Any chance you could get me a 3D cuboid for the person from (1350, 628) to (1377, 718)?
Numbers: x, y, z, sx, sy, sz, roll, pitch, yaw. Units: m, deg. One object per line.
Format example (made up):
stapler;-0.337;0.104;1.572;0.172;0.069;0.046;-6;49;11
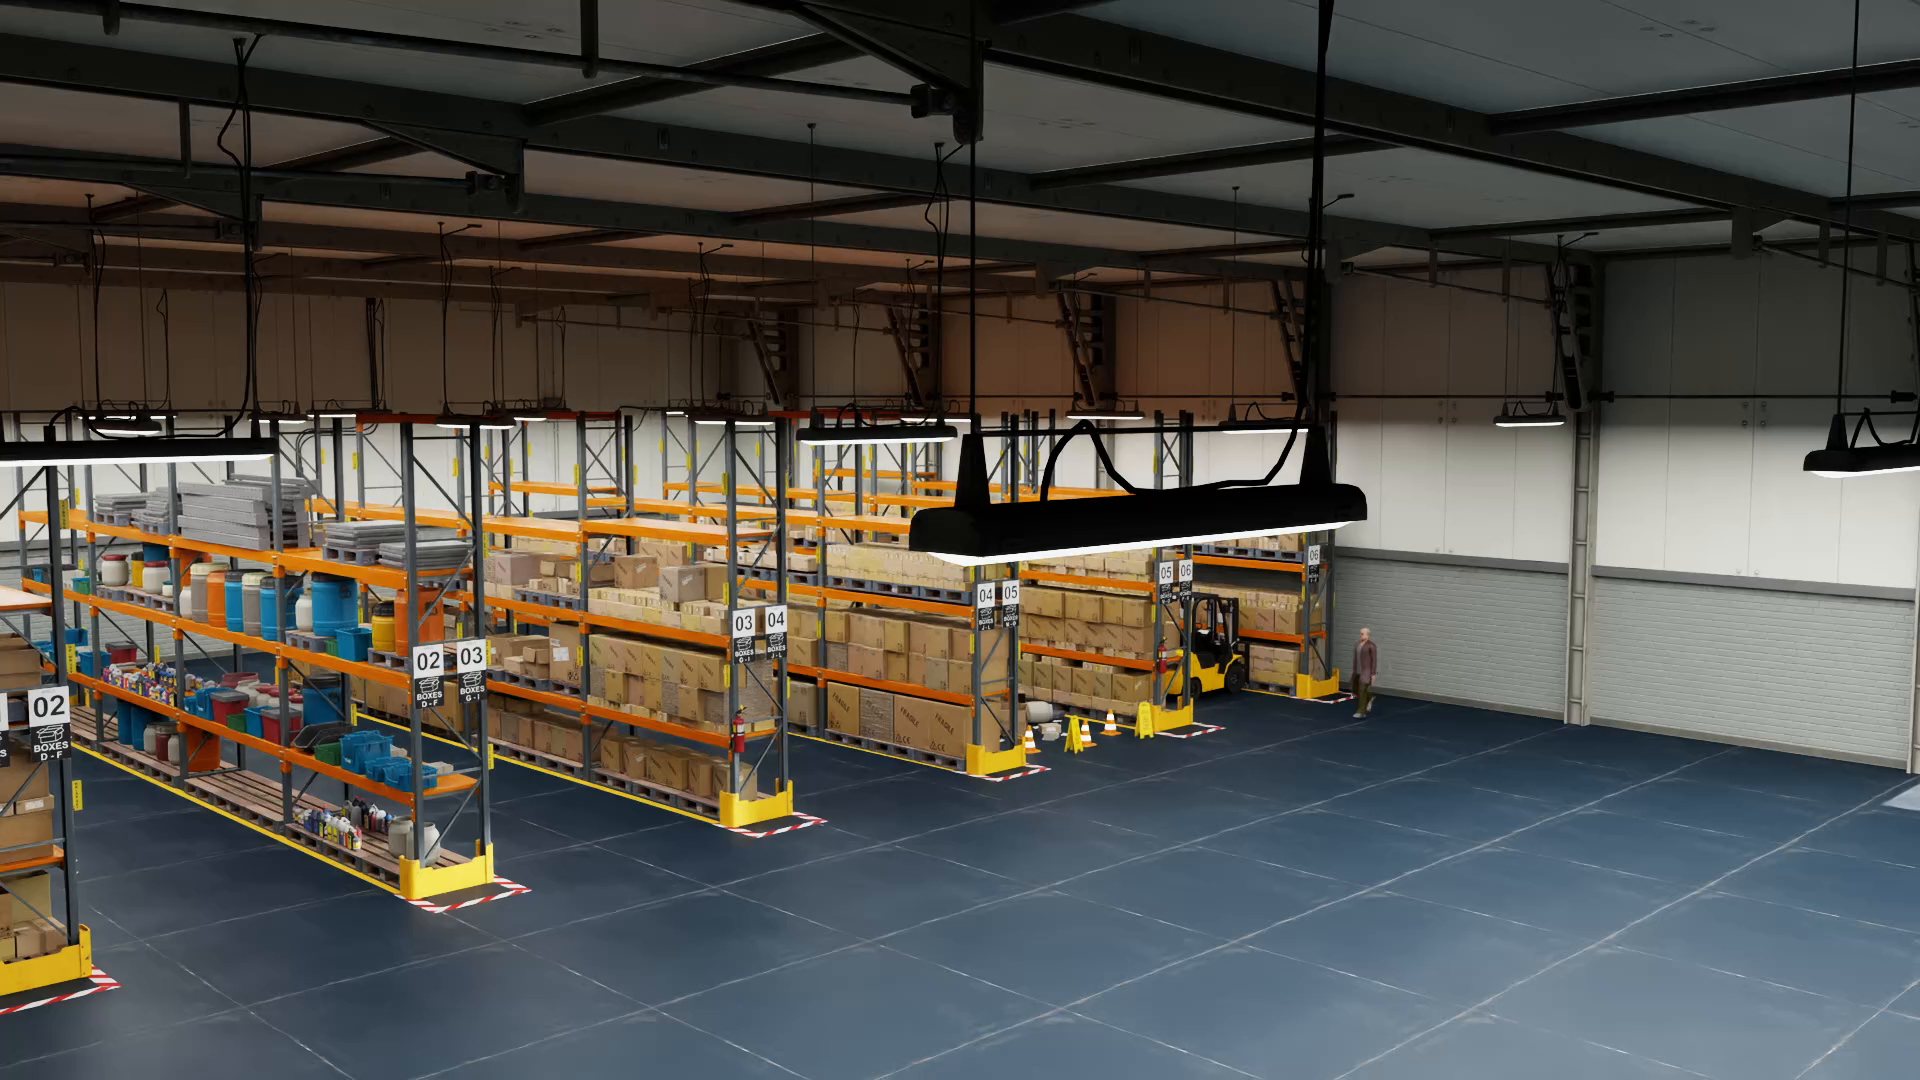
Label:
person;7.990;2.598;32.737;0.881;1.754;0.578;-4;7;-41
